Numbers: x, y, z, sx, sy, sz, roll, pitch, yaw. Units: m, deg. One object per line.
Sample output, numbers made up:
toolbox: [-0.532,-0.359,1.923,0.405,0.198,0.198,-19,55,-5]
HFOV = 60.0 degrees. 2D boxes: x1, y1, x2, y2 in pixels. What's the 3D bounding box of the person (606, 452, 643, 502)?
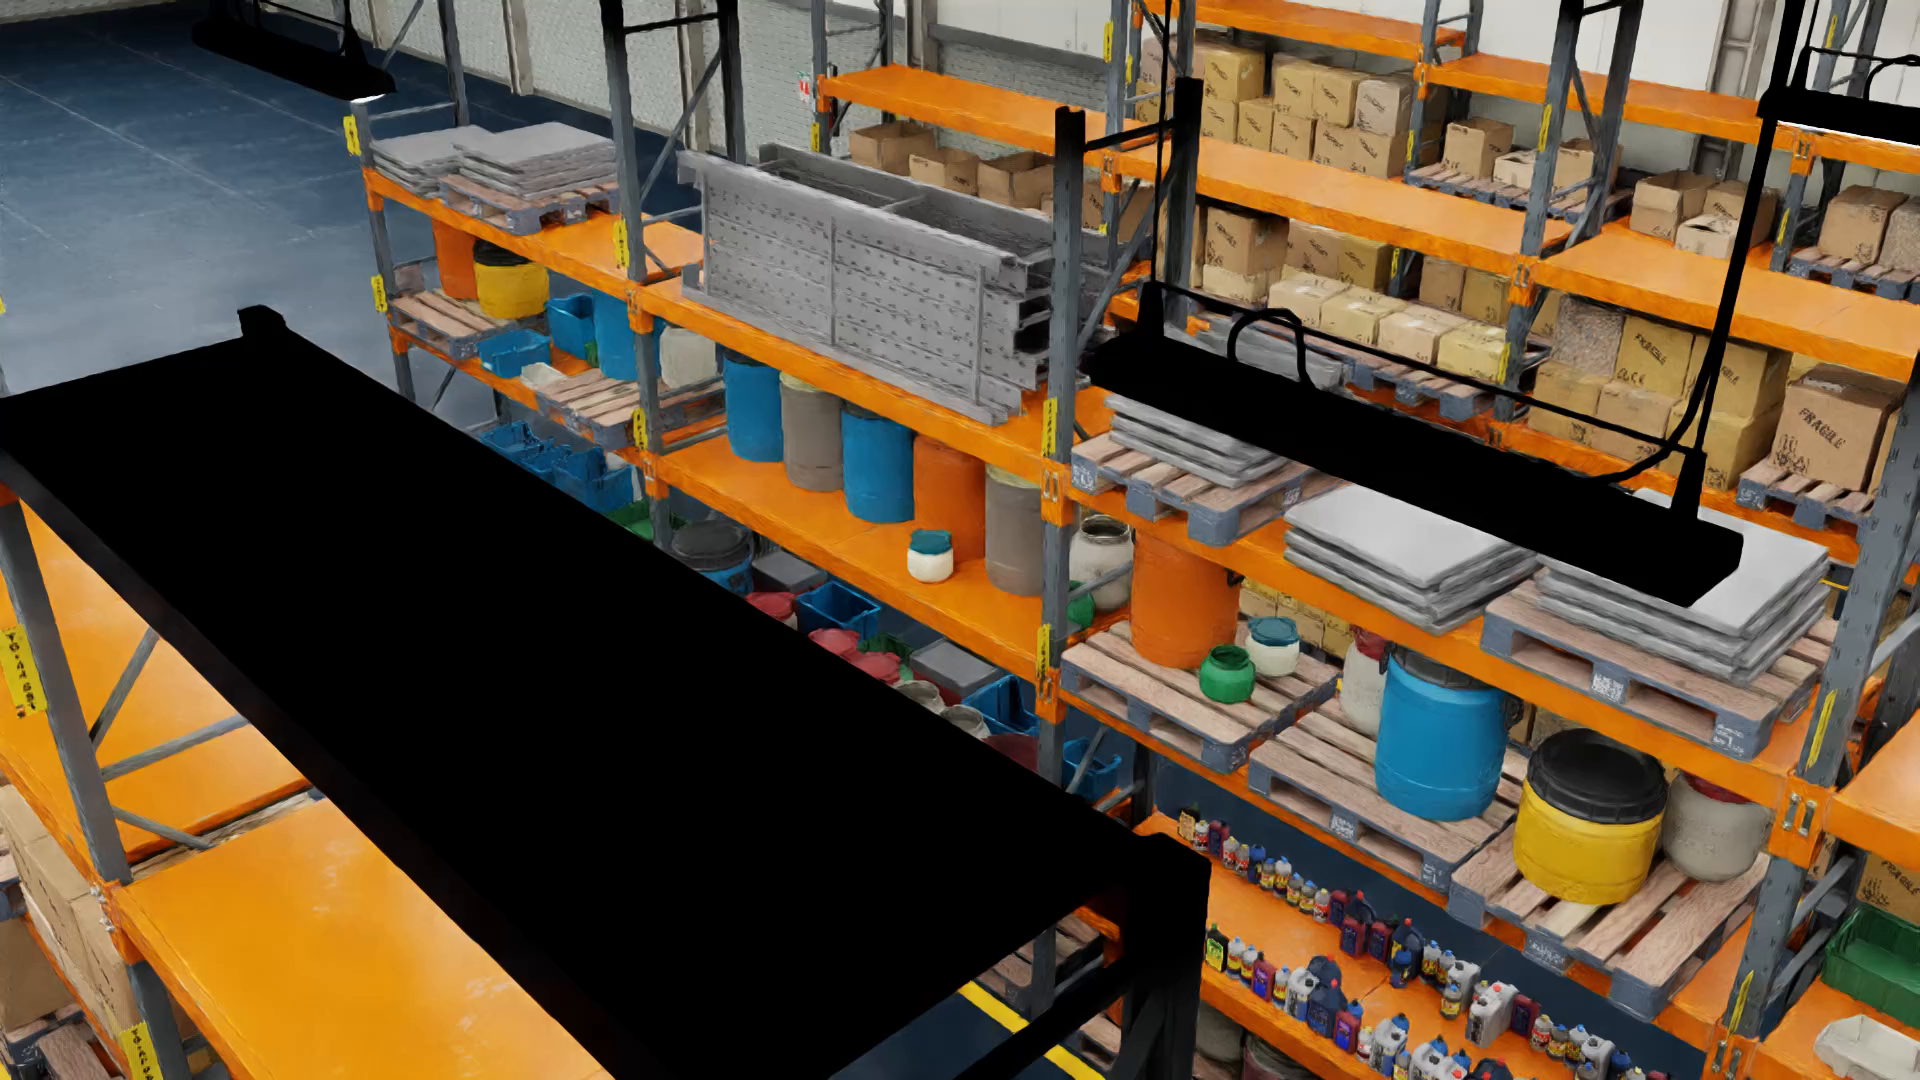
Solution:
person: [-3.454,-0.708,16.708,0.443,1.348,1.095,-22,35,-35]
